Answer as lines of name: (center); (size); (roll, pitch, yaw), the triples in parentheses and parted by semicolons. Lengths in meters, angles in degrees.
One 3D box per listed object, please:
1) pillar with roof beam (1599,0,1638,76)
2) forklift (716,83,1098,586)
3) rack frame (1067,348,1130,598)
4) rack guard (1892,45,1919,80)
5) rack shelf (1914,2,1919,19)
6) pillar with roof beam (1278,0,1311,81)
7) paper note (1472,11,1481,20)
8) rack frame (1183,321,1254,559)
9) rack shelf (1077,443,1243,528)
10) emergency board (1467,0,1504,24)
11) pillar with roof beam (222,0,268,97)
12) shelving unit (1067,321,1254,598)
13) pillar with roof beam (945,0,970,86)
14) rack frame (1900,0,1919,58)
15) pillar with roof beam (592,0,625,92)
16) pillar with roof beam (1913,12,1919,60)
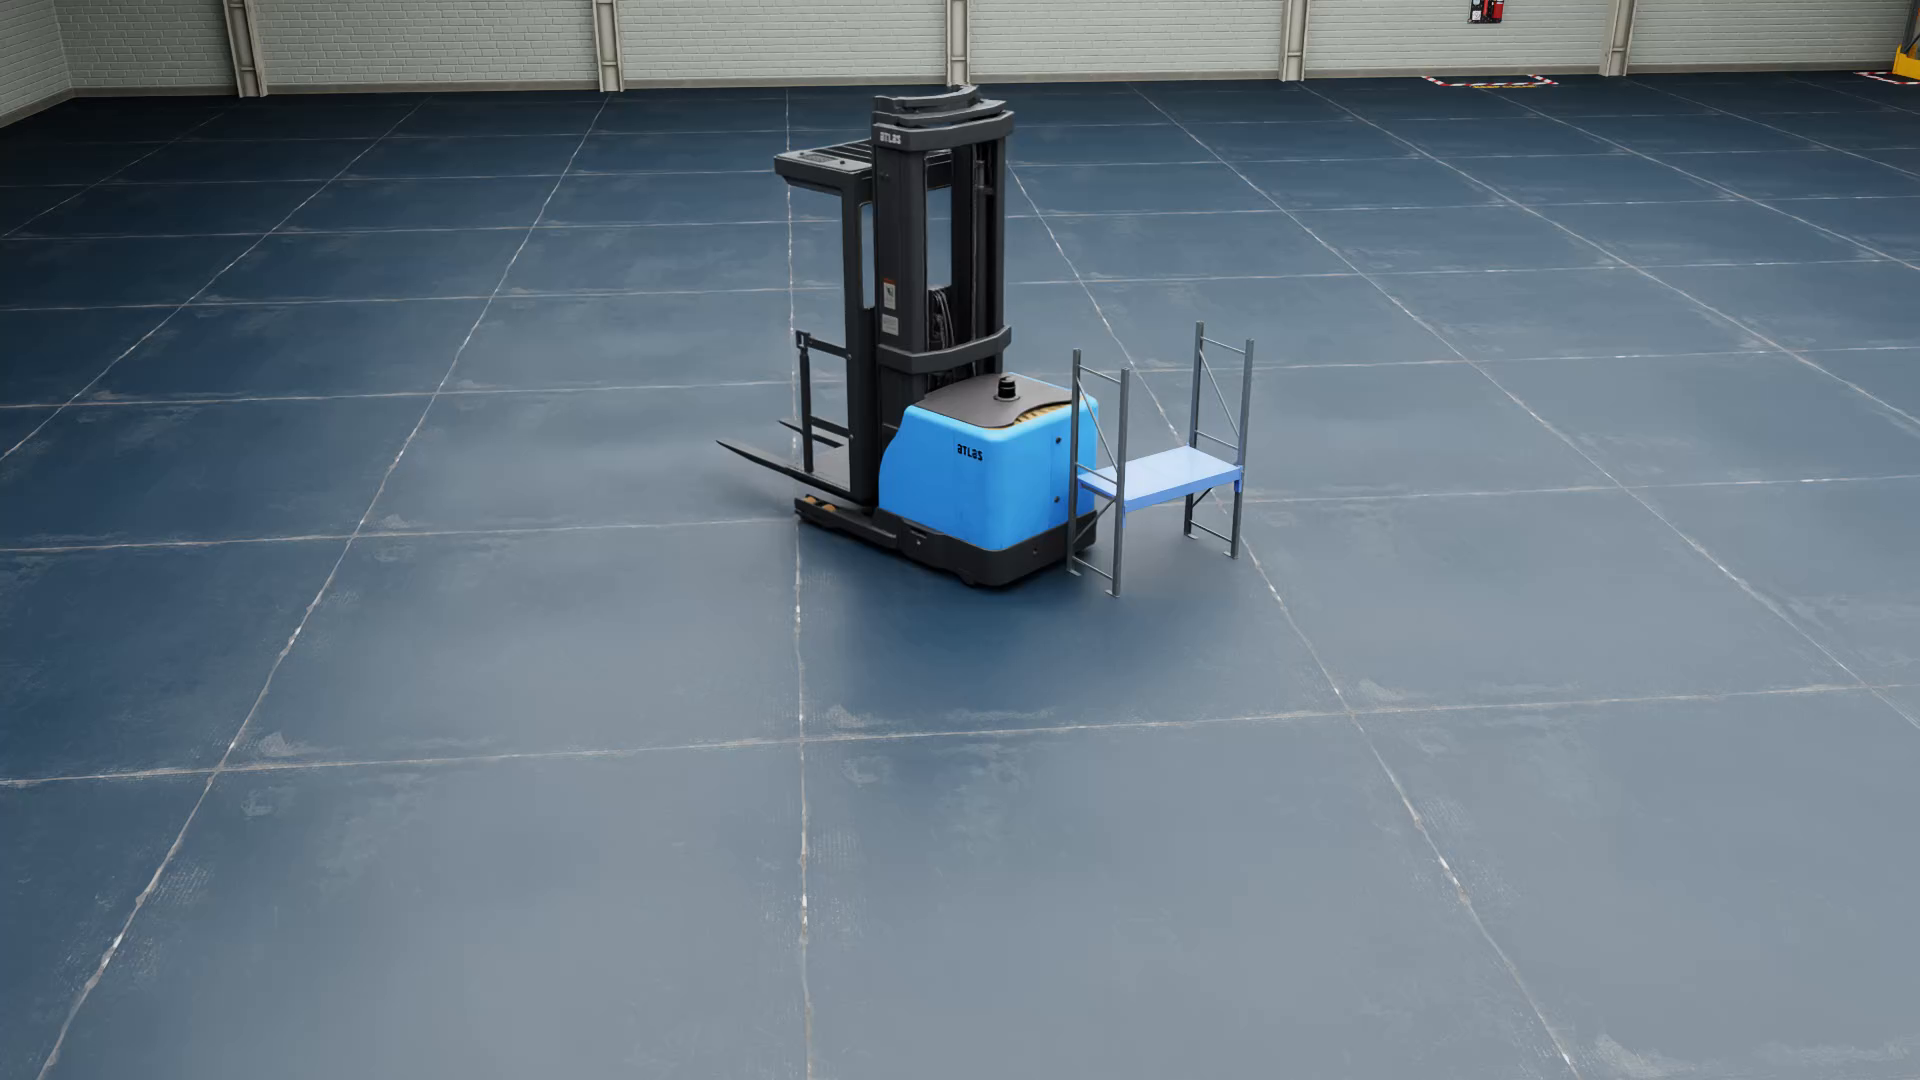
pillar with roof beam: (12.327, -10.868, 24.622); (0.400, 9.000, 9.100); (-2, 24, -5)
forklift: (-0.502, -1.549, 11.127); (3.031, 2.935, 1.130); (22, 32, 40)
rack frame: (0.849, -0.407, 10.319); (0.032, 1.500, 0.500); (-16, 29, -32)
rack guard: (17.339, -8.590, 29.959); (0.348, 0.500, 1.175); (-2, 24, -5)
rack shelf: (19.253, -9.480, 29.771); (4.000, 0.370, 1.077); (-2, 24, -5)
pillar with roof beam: (6.356, -10.629, 24.083); (0.400, 9.000, 9.100); (-2, 24, -5)
paper note: (9.258, -9.402, 29.794); (0.142, 0.148, 0.016); (-2, 24, -5)
rack frame: (1.680, -0.645, 10.854); (0.032, 1.500, 0.500); (-16, 29, -32)
rack shelf: (1.264, -0.361, 10.659); (1.000, 0.185, 0.538); (-16, 29, -32)
emergency board: (9.441, -9.784, 29.568); (0.643, 1.169, 0.194); (-2, 24, -5)
pillar with roof beam: (-11.557, -9.910, 22.467); (0.400, 9.000, 9.100); (-2, 24, -5)
shelving unit: (1.264, -0.526, 10.586); (1.048, 1.500, 0.538); (-16, 29, -32)
pillar with roof beam: (0.385, -10.389, 23.544); (0.400, 9.000, 9.100); (-2, 24, -5)
rack frame: (17.263, -9.729, 29.445); (0.127, 3.000, 1.000); (-2, 24, -5)
pillar with roof beam: (-5.586, -10.150, 23.006); (0.400, 9.000, 9.100); (-2, 24, -5)
pillar with roof beam: (18.298, -11.108, 25.161); (0.400, 9.000, 9.100); (-2, 24, -5)
